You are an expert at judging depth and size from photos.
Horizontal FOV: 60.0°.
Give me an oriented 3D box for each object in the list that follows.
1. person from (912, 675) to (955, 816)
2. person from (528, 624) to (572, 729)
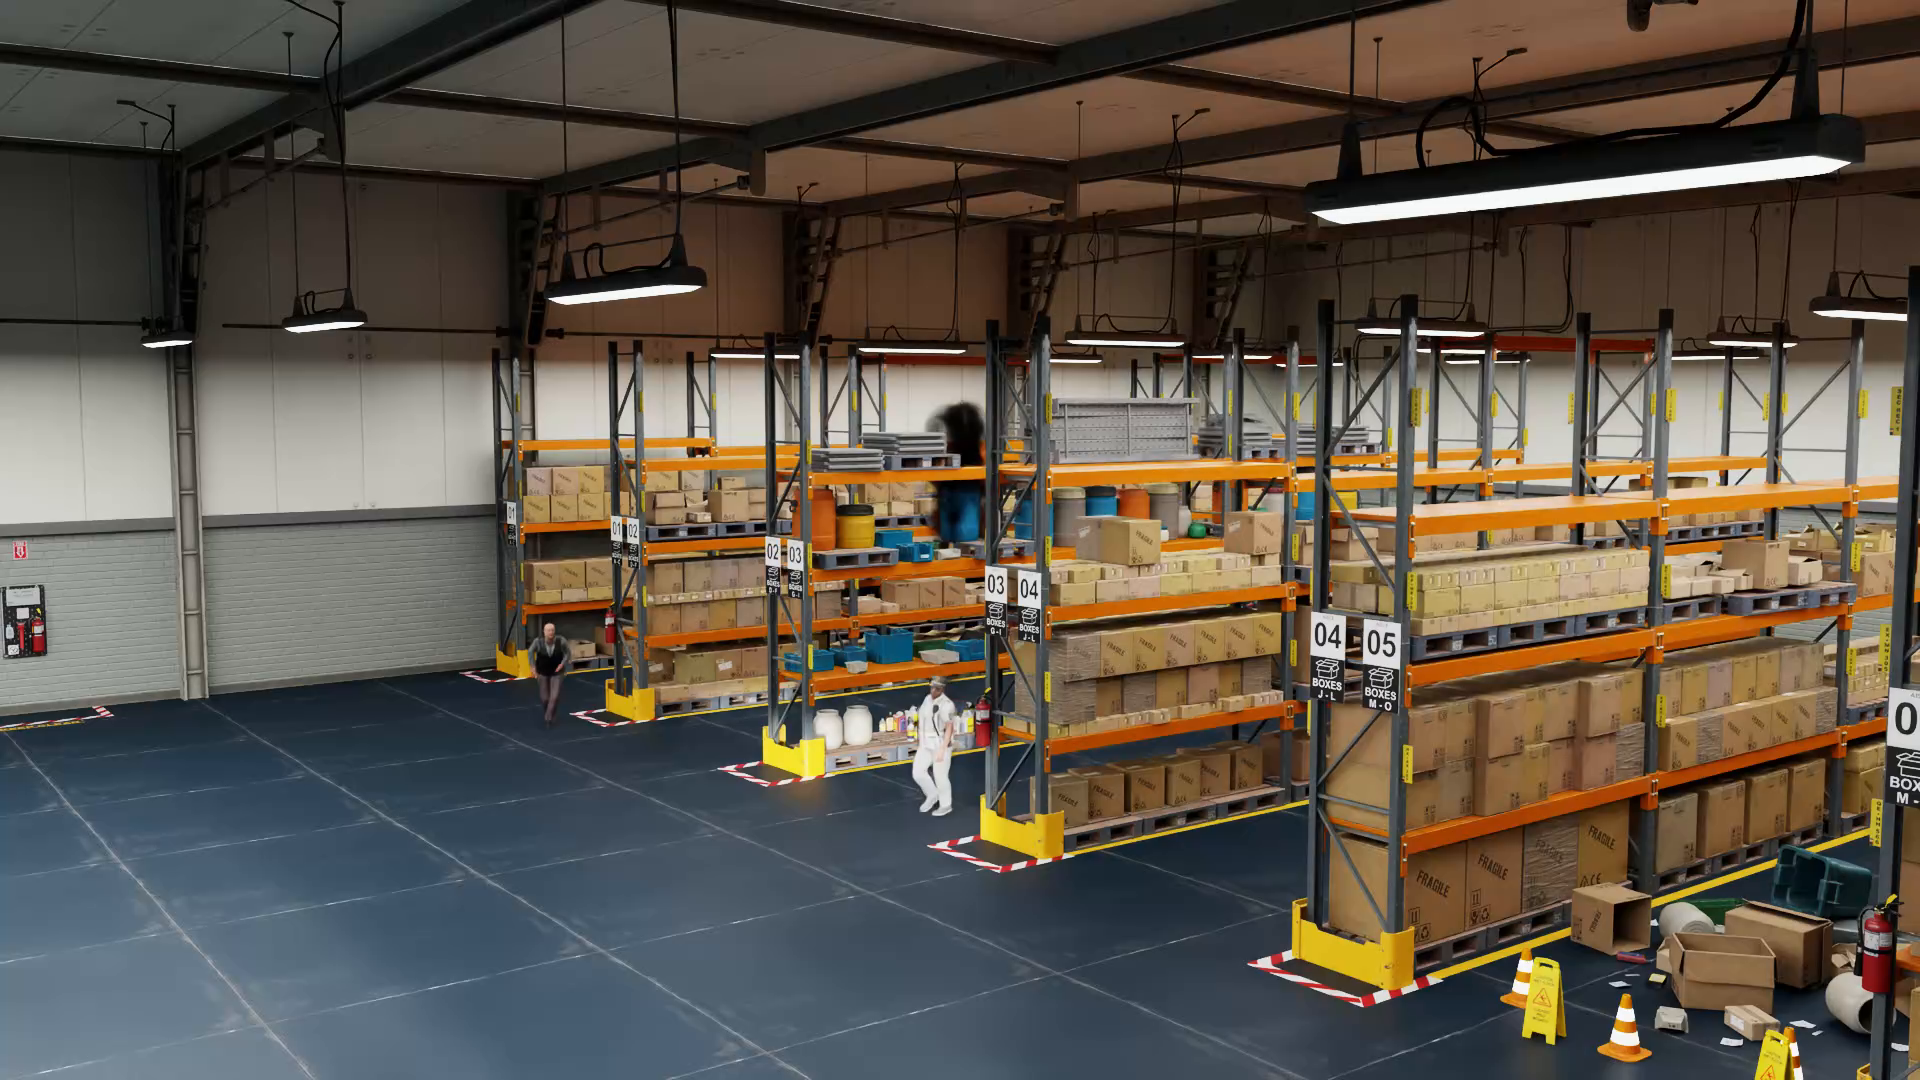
[{"bbox_3d":[-0.290,2.504,20.294,0.604,1.730,0.487,4,7,40],"label":"person"},{"bbox_3d":[-6.375,2.091,25.863,0.661,1.663,0.775,-1,5,-17],"label":"person"}]
